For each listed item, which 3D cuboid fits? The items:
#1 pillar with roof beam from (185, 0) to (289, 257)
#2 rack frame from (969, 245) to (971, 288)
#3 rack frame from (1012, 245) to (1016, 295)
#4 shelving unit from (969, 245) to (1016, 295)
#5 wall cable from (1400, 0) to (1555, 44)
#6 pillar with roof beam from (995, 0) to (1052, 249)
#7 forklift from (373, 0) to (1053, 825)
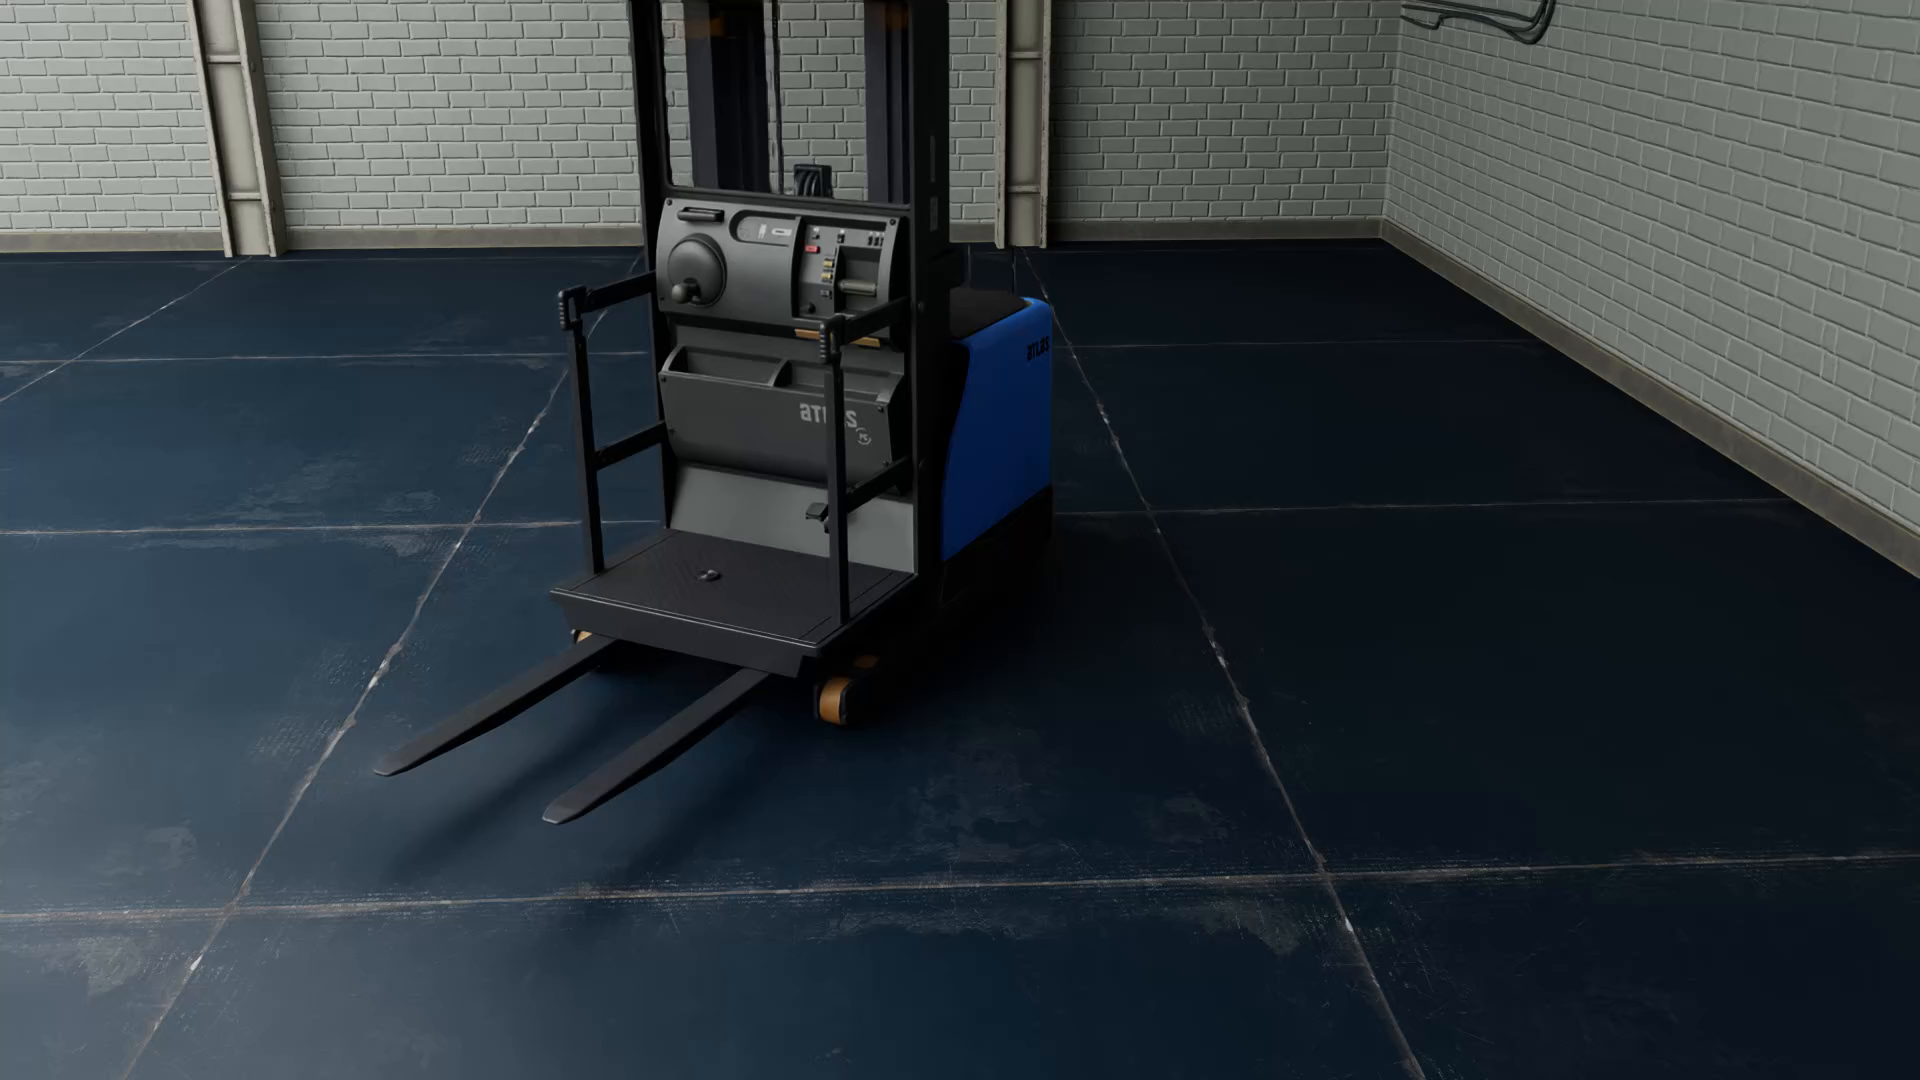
[{"bbox_3d":[-5.257,-4.926,7.413,0.400,9.000,9.100,-1,21,-3],"label":"pillar with roof beam"},{"bbox_3d":[0.042,-0.642,7.121,0.006,1.200,0.240,0,21,-1],"label":"rack frame"},{"bbox_3d":[0.225,-0.643,7.123,0.006,1.200,0.240,0,21,-1],"label":"rack frame"},{"bbox_3d":[0.134,-0.642,7.122,0.189,1.200,0.258,0,21,-1],"label":"shelving unit"},{"bbox_3d":[3.504,-4.716,11.226,0.112,2.526,3.097,-1,21,-3],"label":"wall cable"},{"bbox_3d":[0.733,-5.048,7.733,0.400,9.000,9.100,-1,21,-3],"label":"pillar with roof beam"},{"bbox_3d":[-0.717,-0.932,5.450,1.130,2.935,3.031,10,23,24],"label":"forklift"}]
